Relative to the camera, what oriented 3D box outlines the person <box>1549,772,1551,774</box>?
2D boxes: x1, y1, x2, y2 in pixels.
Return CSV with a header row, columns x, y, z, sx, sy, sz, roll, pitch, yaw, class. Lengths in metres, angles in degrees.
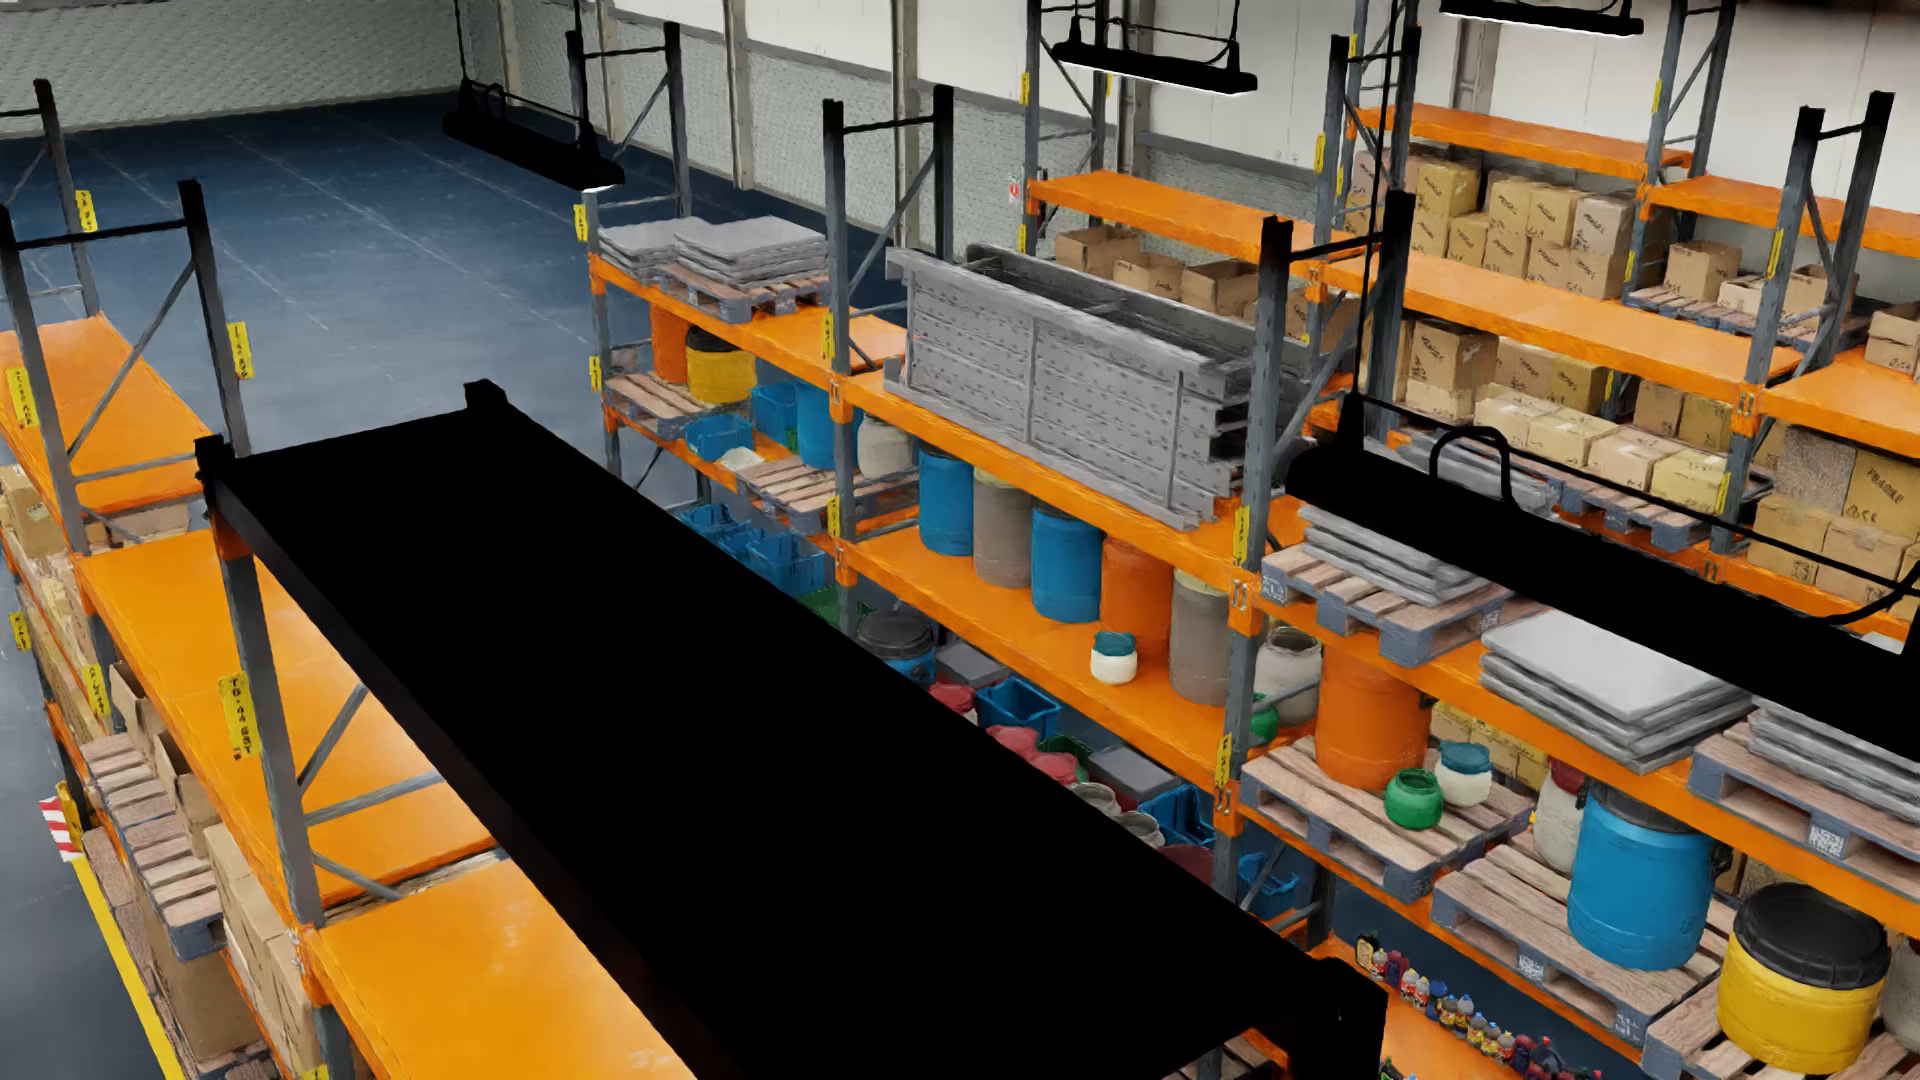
x,y,z,sx,sy,sz,roll,pitch,yaw,class
4.281,2.355,11.938,0.499,1.587,1.073,-18,30,-34,person
